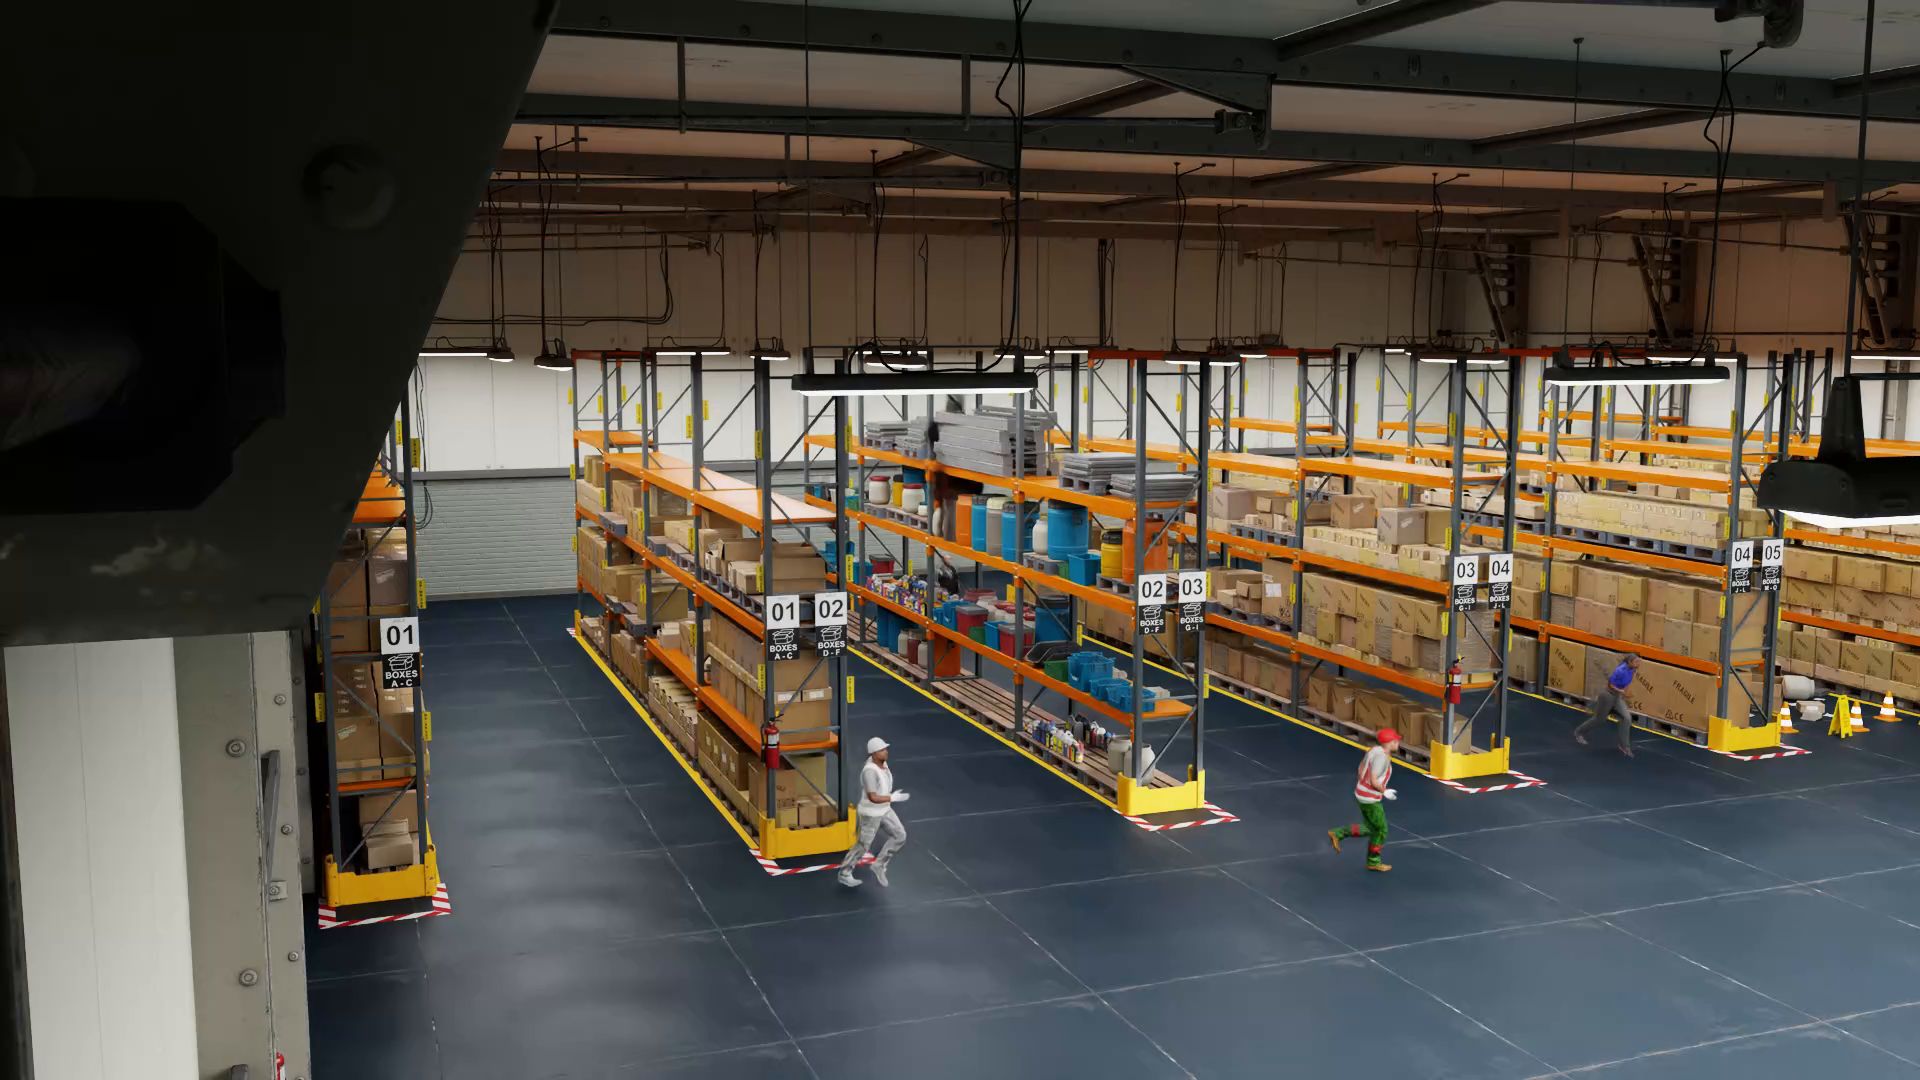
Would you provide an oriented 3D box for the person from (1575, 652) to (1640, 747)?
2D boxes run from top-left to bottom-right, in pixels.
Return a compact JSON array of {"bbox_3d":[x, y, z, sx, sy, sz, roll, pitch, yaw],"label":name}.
[{"bbox_3d":[9.827,2.370,25.207,0.923,1.452,0.617,7,10,43],"label":"person"}]

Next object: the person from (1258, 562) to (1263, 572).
[{"bbox_3d":[7.537,0.424,41.022,0.708,1.721,0.791,-7,10,-44],"label":"person"}]

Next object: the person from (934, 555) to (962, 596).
[{"bbox_3d":[-0.263,1.154,35.062,0.661,1.682,0.585,-4,8,-26],"label":"person"}]

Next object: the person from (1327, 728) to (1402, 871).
[{"bbox_3d":[4.758,3.057,19.584,0.826,1.732,0.645,2,7,13],"label":"person"}]

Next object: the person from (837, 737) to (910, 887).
[{"bbox_3d":[-0.950,3.099,18.929,0.871,1.766,0.700,2,7,18],"label":"person"}]
